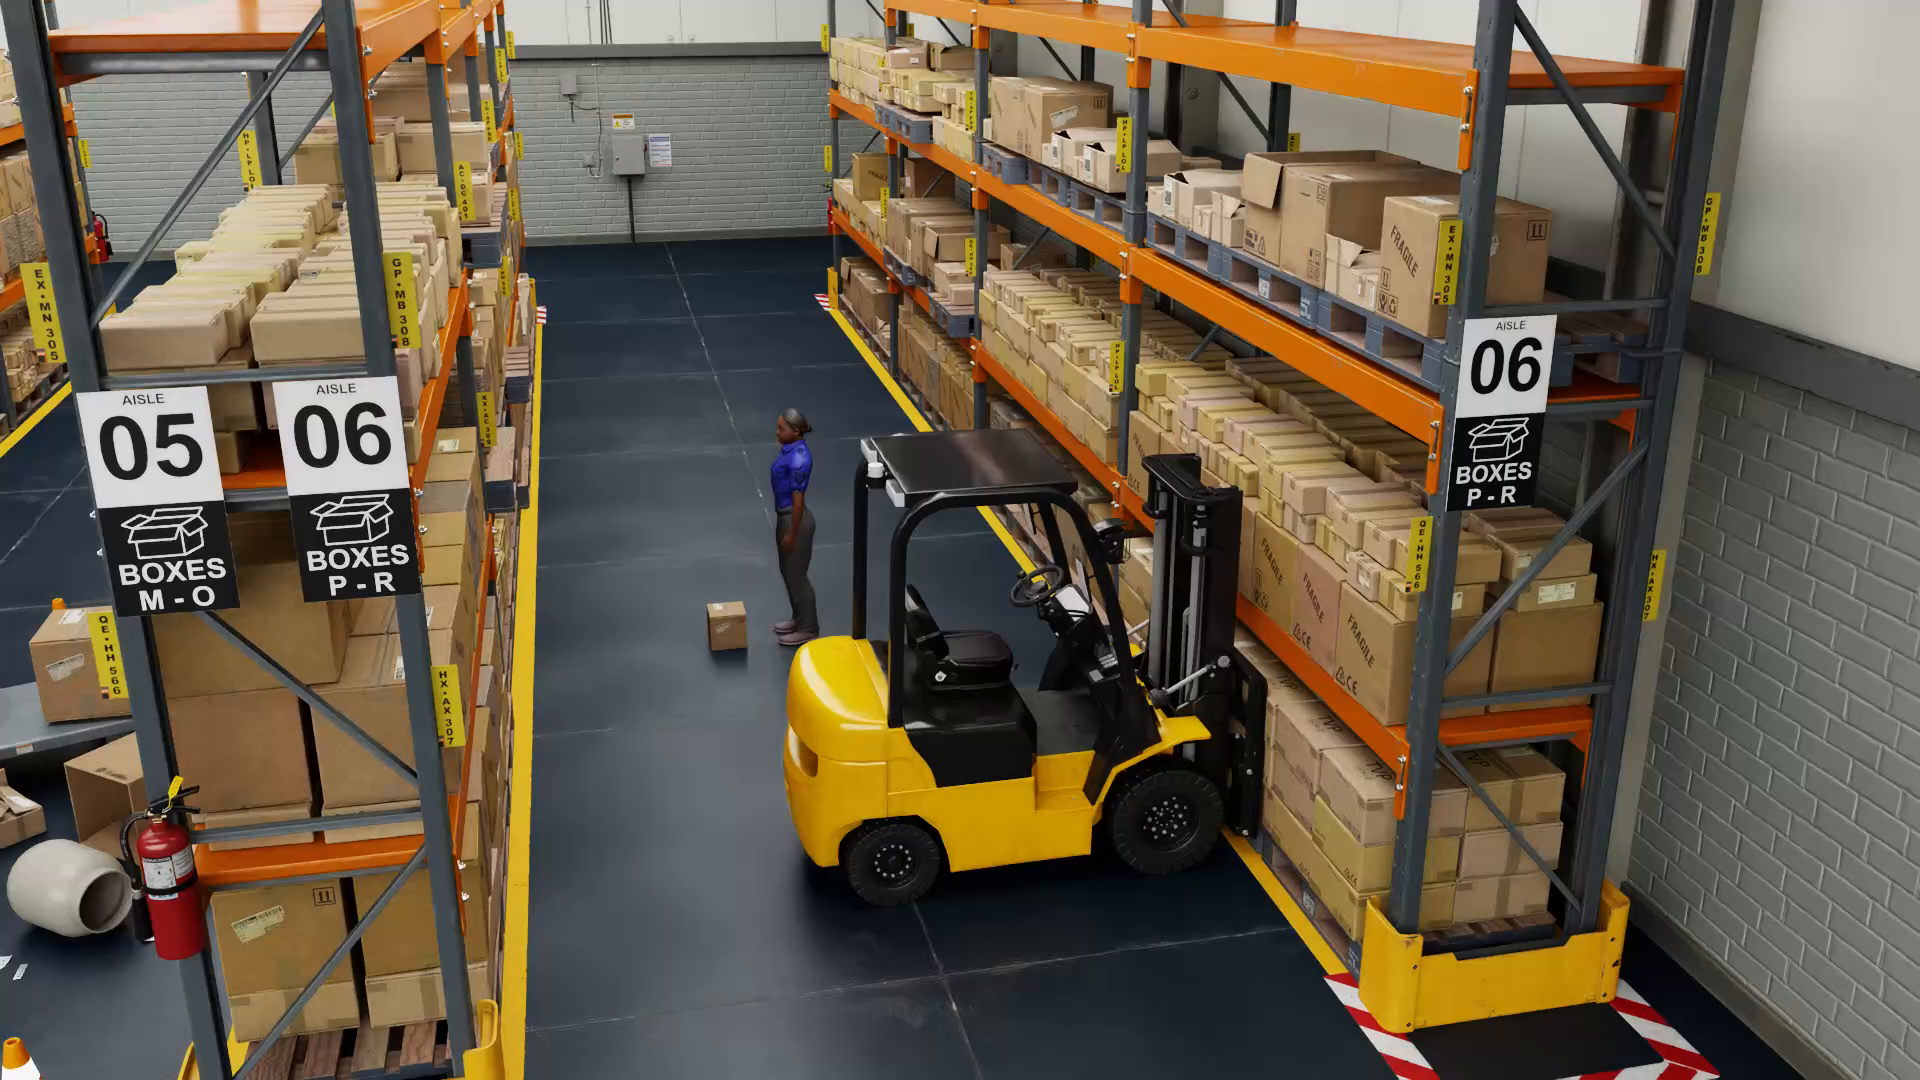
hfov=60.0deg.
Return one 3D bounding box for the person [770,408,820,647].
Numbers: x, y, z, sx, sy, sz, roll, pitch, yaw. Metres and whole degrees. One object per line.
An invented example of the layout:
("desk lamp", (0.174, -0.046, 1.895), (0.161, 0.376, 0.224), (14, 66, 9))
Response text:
("person", (-1.136, -0.098, 11.358), (0.308, 1.658, 0.437), (-4, 20, -11))
